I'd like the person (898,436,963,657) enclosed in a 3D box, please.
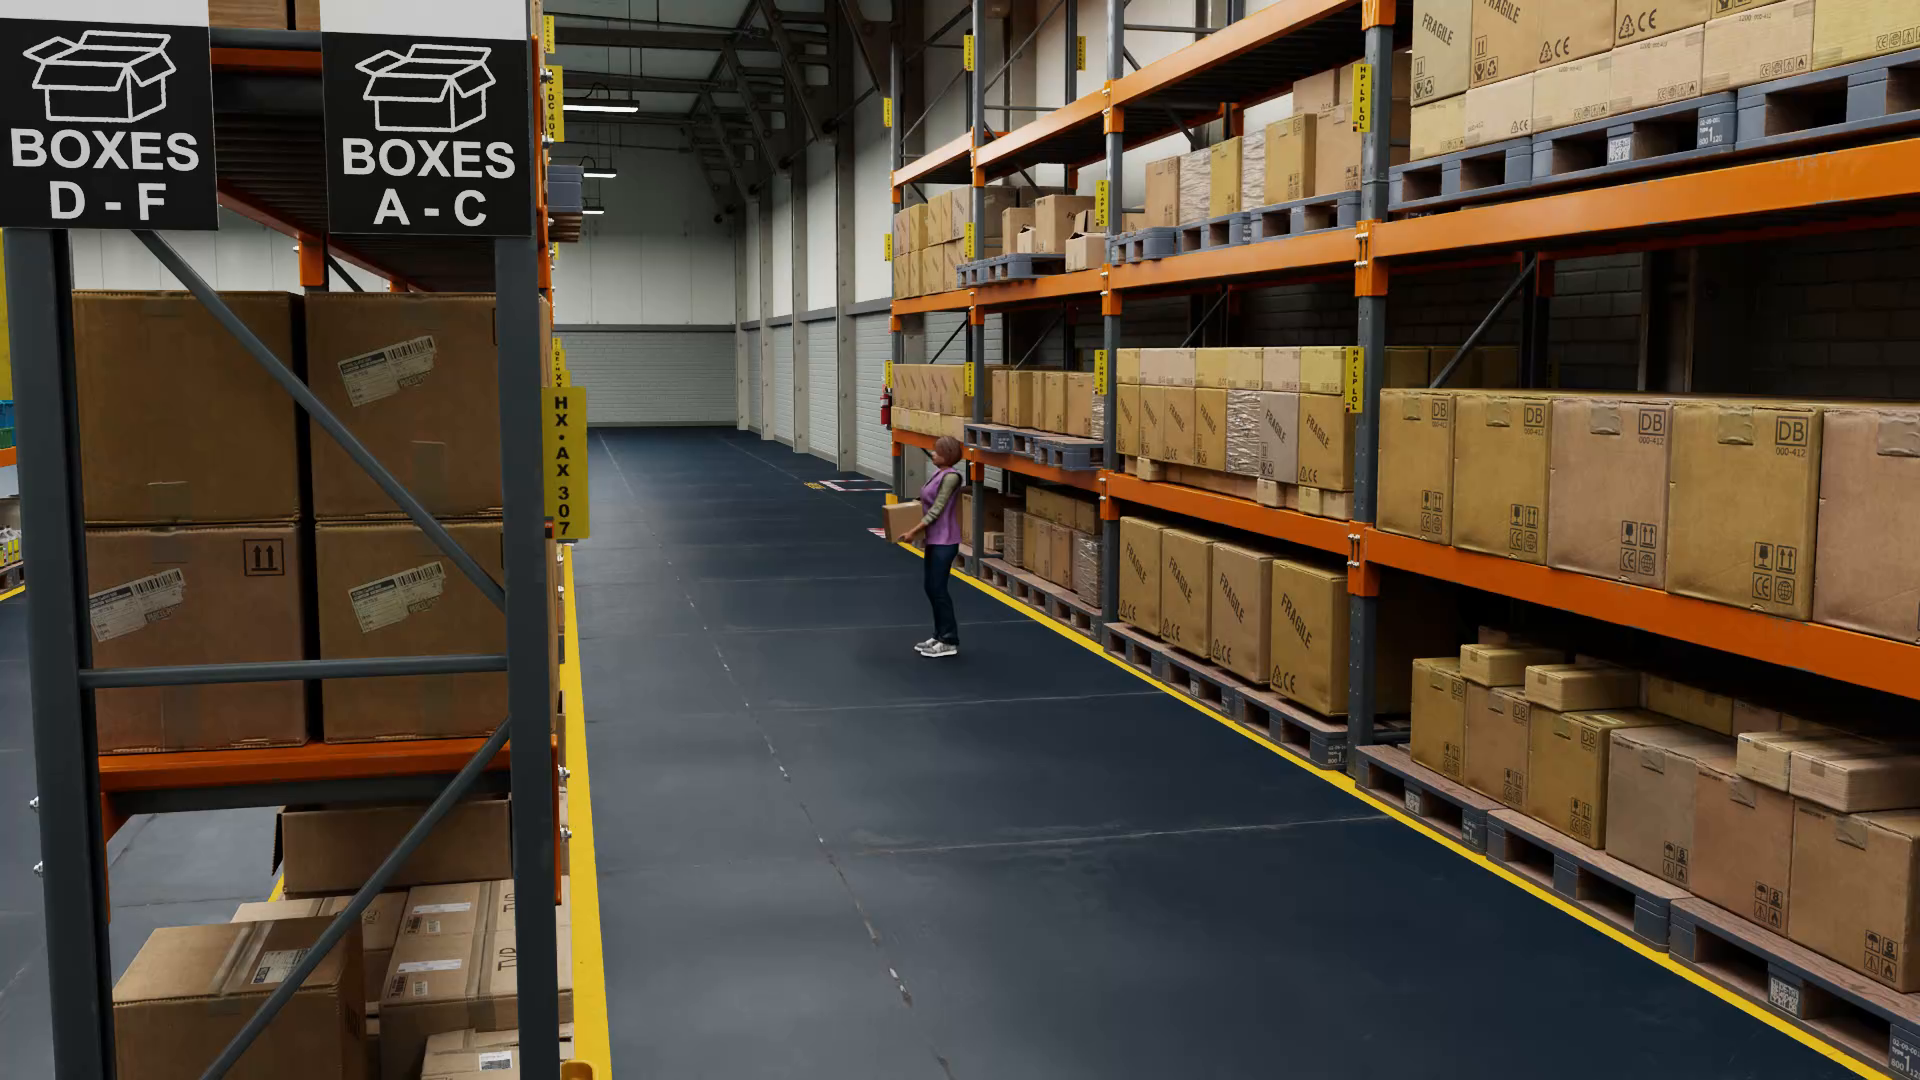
[{"bbox_3d":[-0.228,0.042,12.024,0.500,1.589,0.405,-1,7,-13],"label":"person"}]
